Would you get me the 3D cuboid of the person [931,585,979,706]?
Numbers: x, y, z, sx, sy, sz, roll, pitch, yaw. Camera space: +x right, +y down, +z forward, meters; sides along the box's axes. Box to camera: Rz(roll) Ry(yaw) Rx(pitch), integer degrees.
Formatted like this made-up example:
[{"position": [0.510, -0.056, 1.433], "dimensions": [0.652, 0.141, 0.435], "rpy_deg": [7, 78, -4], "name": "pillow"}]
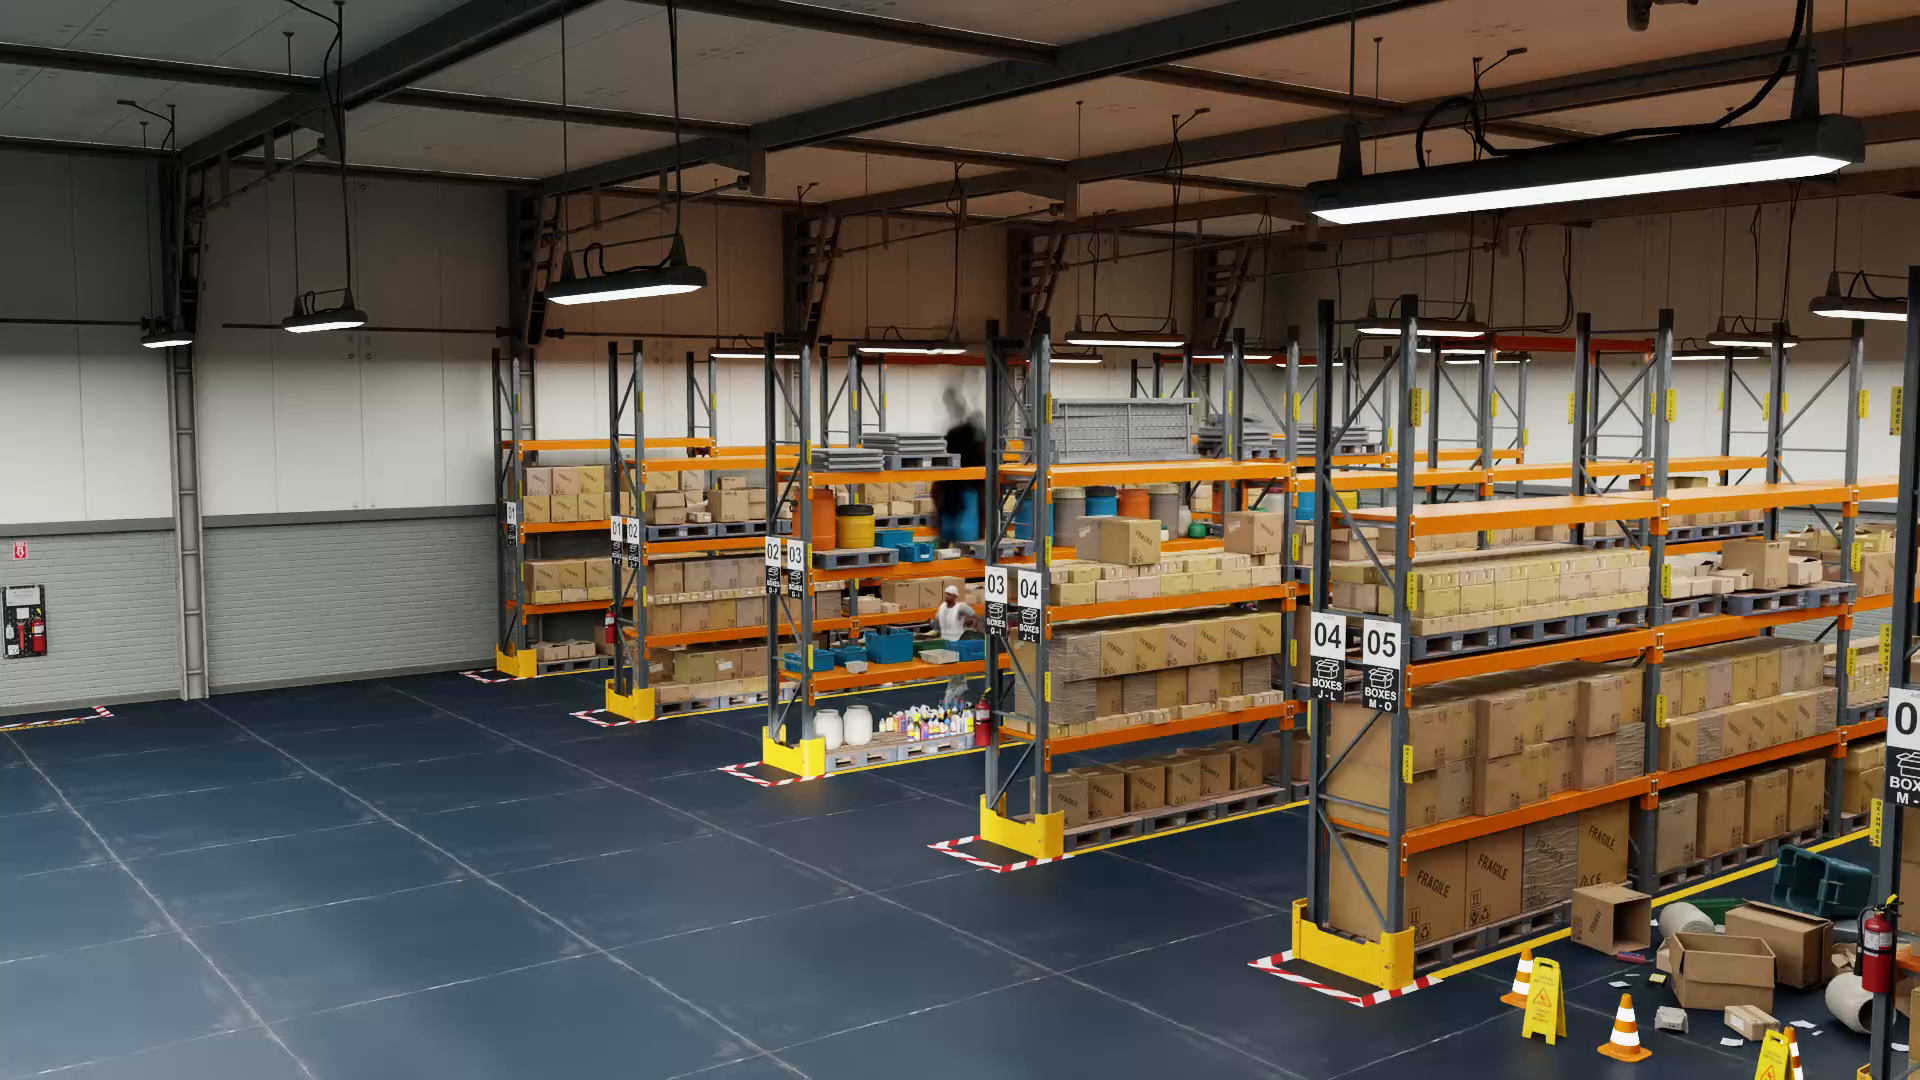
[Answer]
[{"position": [-0.131, 1.665, 26.503], "dimensions": [0.761, 1.892, 0.704], "rpy_deg": [-4, 7, -41], "name": "person"}]
